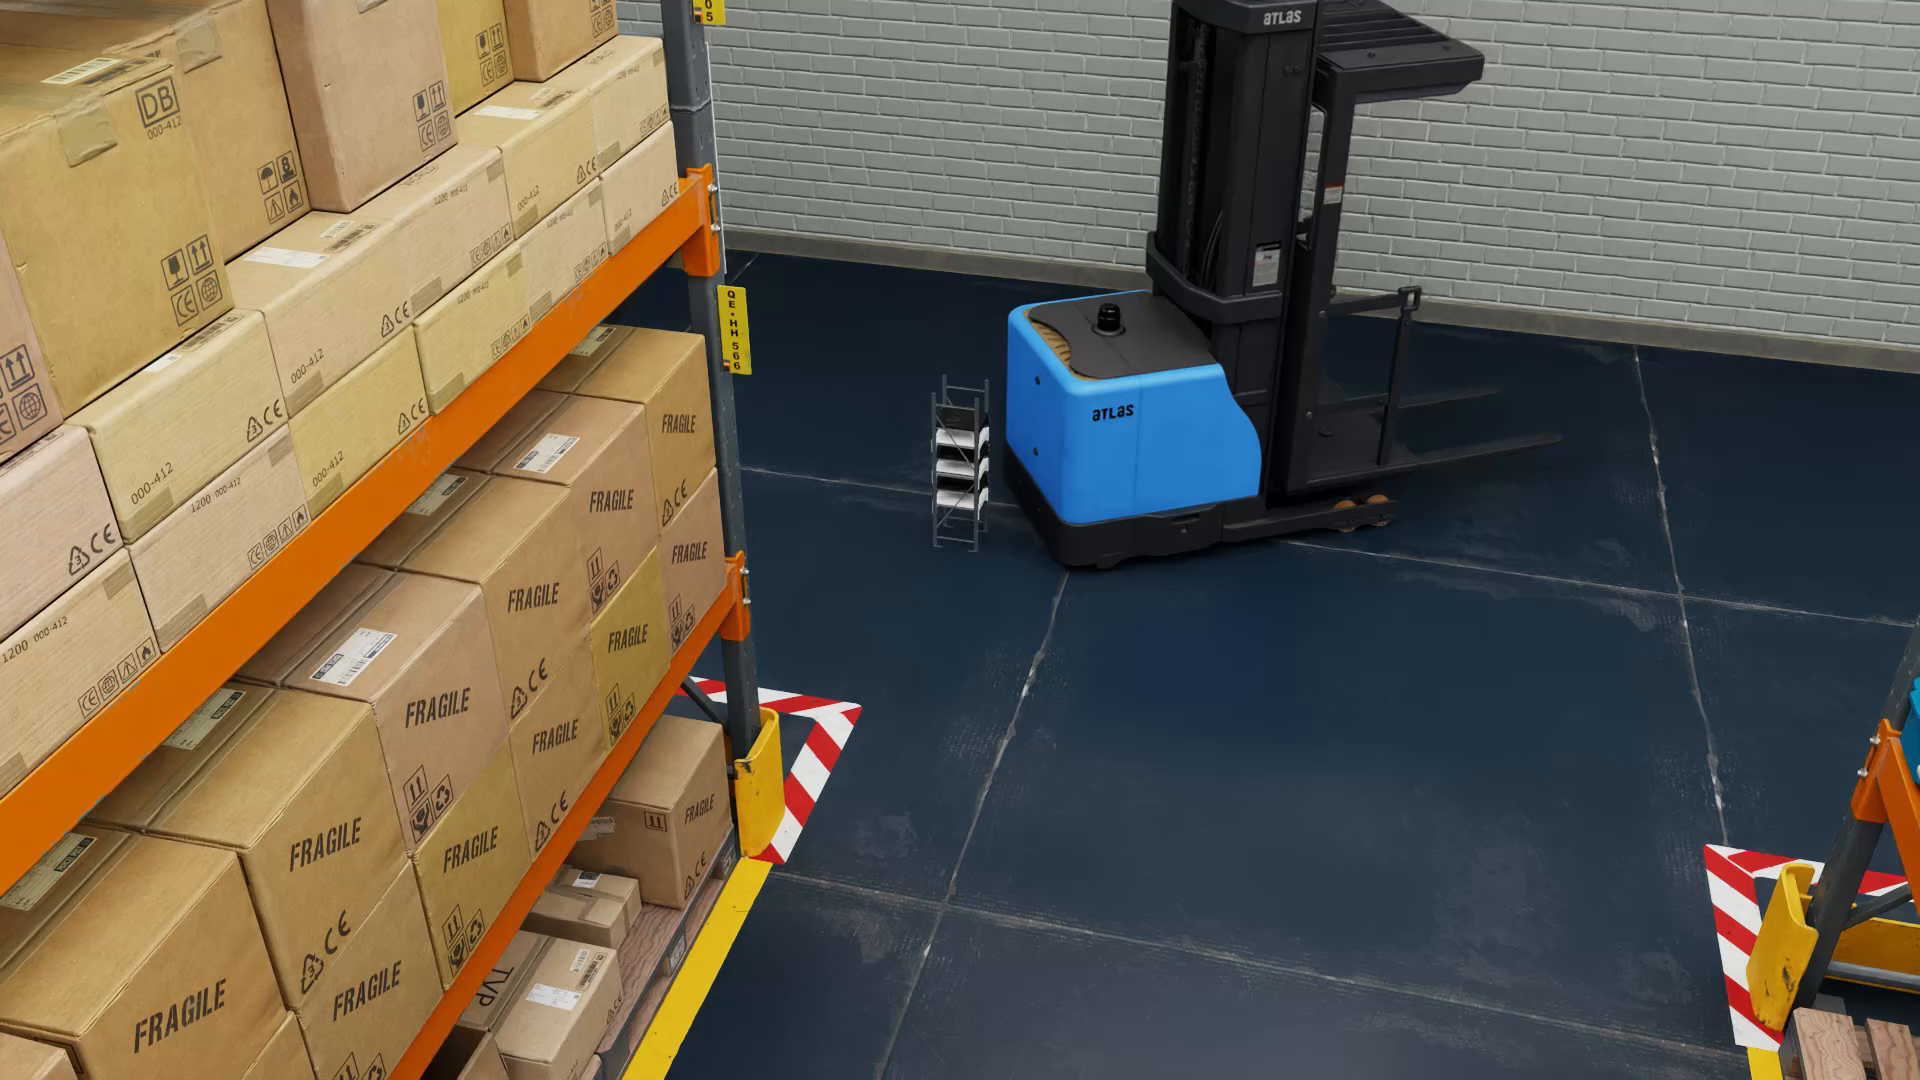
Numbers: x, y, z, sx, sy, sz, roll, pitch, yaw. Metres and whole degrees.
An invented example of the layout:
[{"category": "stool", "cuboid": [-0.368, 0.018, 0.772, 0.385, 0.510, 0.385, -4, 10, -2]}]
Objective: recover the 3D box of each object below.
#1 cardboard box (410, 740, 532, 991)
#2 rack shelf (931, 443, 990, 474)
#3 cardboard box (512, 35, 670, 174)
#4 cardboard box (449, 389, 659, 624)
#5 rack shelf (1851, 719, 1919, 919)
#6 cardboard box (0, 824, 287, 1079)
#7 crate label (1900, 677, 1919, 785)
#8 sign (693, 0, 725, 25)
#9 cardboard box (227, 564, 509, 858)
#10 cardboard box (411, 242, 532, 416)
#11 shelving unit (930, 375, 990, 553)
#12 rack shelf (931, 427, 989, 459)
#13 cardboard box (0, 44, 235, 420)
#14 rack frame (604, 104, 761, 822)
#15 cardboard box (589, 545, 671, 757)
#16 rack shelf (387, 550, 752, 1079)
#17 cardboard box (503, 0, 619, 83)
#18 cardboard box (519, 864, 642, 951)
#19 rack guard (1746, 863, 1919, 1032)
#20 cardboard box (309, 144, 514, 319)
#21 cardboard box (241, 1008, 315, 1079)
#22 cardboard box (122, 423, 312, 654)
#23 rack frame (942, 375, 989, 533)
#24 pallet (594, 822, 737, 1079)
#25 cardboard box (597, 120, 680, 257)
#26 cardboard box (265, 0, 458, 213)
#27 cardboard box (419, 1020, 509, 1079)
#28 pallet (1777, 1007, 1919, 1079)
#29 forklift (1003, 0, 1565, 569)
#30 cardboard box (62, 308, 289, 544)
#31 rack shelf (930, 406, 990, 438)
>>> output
[{"category": "cardboard box", "cuboid": [-1.545, 0.834, 4.550, 0.500, 0.500, 0.500, 8, 33, 12]}, {"category": "rack shelf", "cuboid": [0.002, -0.432, 8.485, 0.258, 0.077, 0.200, 8, 33, 12]}, {"category": "cardboard box", "cuboid": [-1.190, -1.295, 4.869, 0.500, 0.250, 0.500, 8, 33, 12]}, {"category": "cardboard box", "cuboid": [-1.280, -0.117, 5.112, 0.500, 0.500, 0.500, 9, 34, 14]}, {"category": "rack shelf", "cuboid": [2.977, 1.835, 3.739, 1.077, 0.370, 4.000, 8, 33, 12]}, {"category": "cardboard box", "cuboid": [-1.799, 0.955, 3.427, 0.500, 0.500, 0.500, 7, 33, 11]}, {"category": "crate label", "cuboid": [3.103, 0.622, 5.076, 0.416, 0.233, 0.303, 8, 33, 12]}, {"category": "sign", "cuboid": [-0.774, -1.737, 5.065, 0.100, 0.325, 0.005, 8, 33, 12]}, {"category": "cardboard box", "cuboid": [-1.538, 0.420, 4.269, 0.500, 0.500, 0.500, 9, 34, 14]}, {"category": "cardboard box", "cuboid": [-1.433, -0.564, 4.185, 0.500, 0.250, 0.500, 8, 33, 12]}, {"category": "shelving unit", "cuboid": [0.002, -0.384, 8.515, 0.258, 0.900, 0.210, 8, 33, 12]}, {"category": "rack shelf", "cuboid": [0.002, -0.508, 8.437, 0.258, 0.077, 0.200, 8, 33, 12]}, {"category": "cardboard box", "cuboid": [-1.850, -0.595, 3.069, 0.700, 0.500, 0.500, 8, 33, 12]}, {"category": "rack frame", "cuboid": [-1.306, -0.183, 6.242, 1.000, 3.000, 0.127, 8, 33, 12]}, {"category": "cardboard box", "cuboid": [-1.285, 0.314, 5.367, 0.500, 0.500, 0.500, 8, 33, 13]}, {"category": "rack shelf", "cuboid": [-1.814, 1.158, 4.802, 1.077, 0.370, 4.000, 8, 33, 12]}, {"category": "cardboard box", "cuboid": [-1.421, -1.644, 4.719, 0.700, 0.500, 0.500, 8, 33, 12]}, {"category": "cardboard box", "cuboid": [-1.396, 1.341, 6.076, 0.380, 0.166, 0.250, 8, 33, 12]}, {"category": "rack guard", "cuboid": [3.478, 1.534, 5.871, 1.175, 0.500, 0.348, 8, 33, 12]}, {"category": "cardboard box", "cuboid": [-1.447, -0.777, 4.054, 0.500, 0.250, 0.500, 8, 33, 12]}, {"category": "cardboard box", "cuboid": [-1.801, 1.357, 3.726, 0.500, 0.500, 0.500, 9, 33, 13]}, {"category": "cardboard box", "cuboid": [-1.699, -0.047, 3.371, 0.500, 0.250, 0.500, 8, 33, 12]}, {"category": "rack frame", "cuboid": [0.028, -0.437, 8.598, 0.240, 0.900, 0.006, 8, 33, 12]}, {"category": "pallet", "cuboid": [-1.527, 1.447, 6.277, 1.003, 0.211, 1.213, 8, 33, 12]}, {"category": "cardboard box", "cuboid": [-1.181, -1.083, 5.002, 0.500, 0.250, 0.500, 8, 33, 12]}, {"category": "cardboard box", "cuboid": [-1.653, -1.122, 3.898, 0.700, 0.500, 0.500, 8, 33, 12]}, {"category": "cardboard box", "cuboid": [-1.849, 1.785, 5.063, 0.797, 0.503, 0.637, 8, 33, 12]}, {"category": "pallet", "cuboid": [3.237, 2.093, 5.261, 1.003, 0.211, 1.213, 8, 33, 12]}, {"category": "forklift", "cuboid": [1.811, -1.539, 8.440, 3.031, 2.935, 1.130, -9, 34, -15]}, {"category": "cardboard box", "cuboid": [-1.694, -0.257, 3.236, 0.500, 0.250, 0.500, 8, 33, 12]}, {"category": "rack shelf", "cuboid": [0.002, -0.584, 8.388, 0.258, 0.077, 0.200, 8, 33, 12]}]
